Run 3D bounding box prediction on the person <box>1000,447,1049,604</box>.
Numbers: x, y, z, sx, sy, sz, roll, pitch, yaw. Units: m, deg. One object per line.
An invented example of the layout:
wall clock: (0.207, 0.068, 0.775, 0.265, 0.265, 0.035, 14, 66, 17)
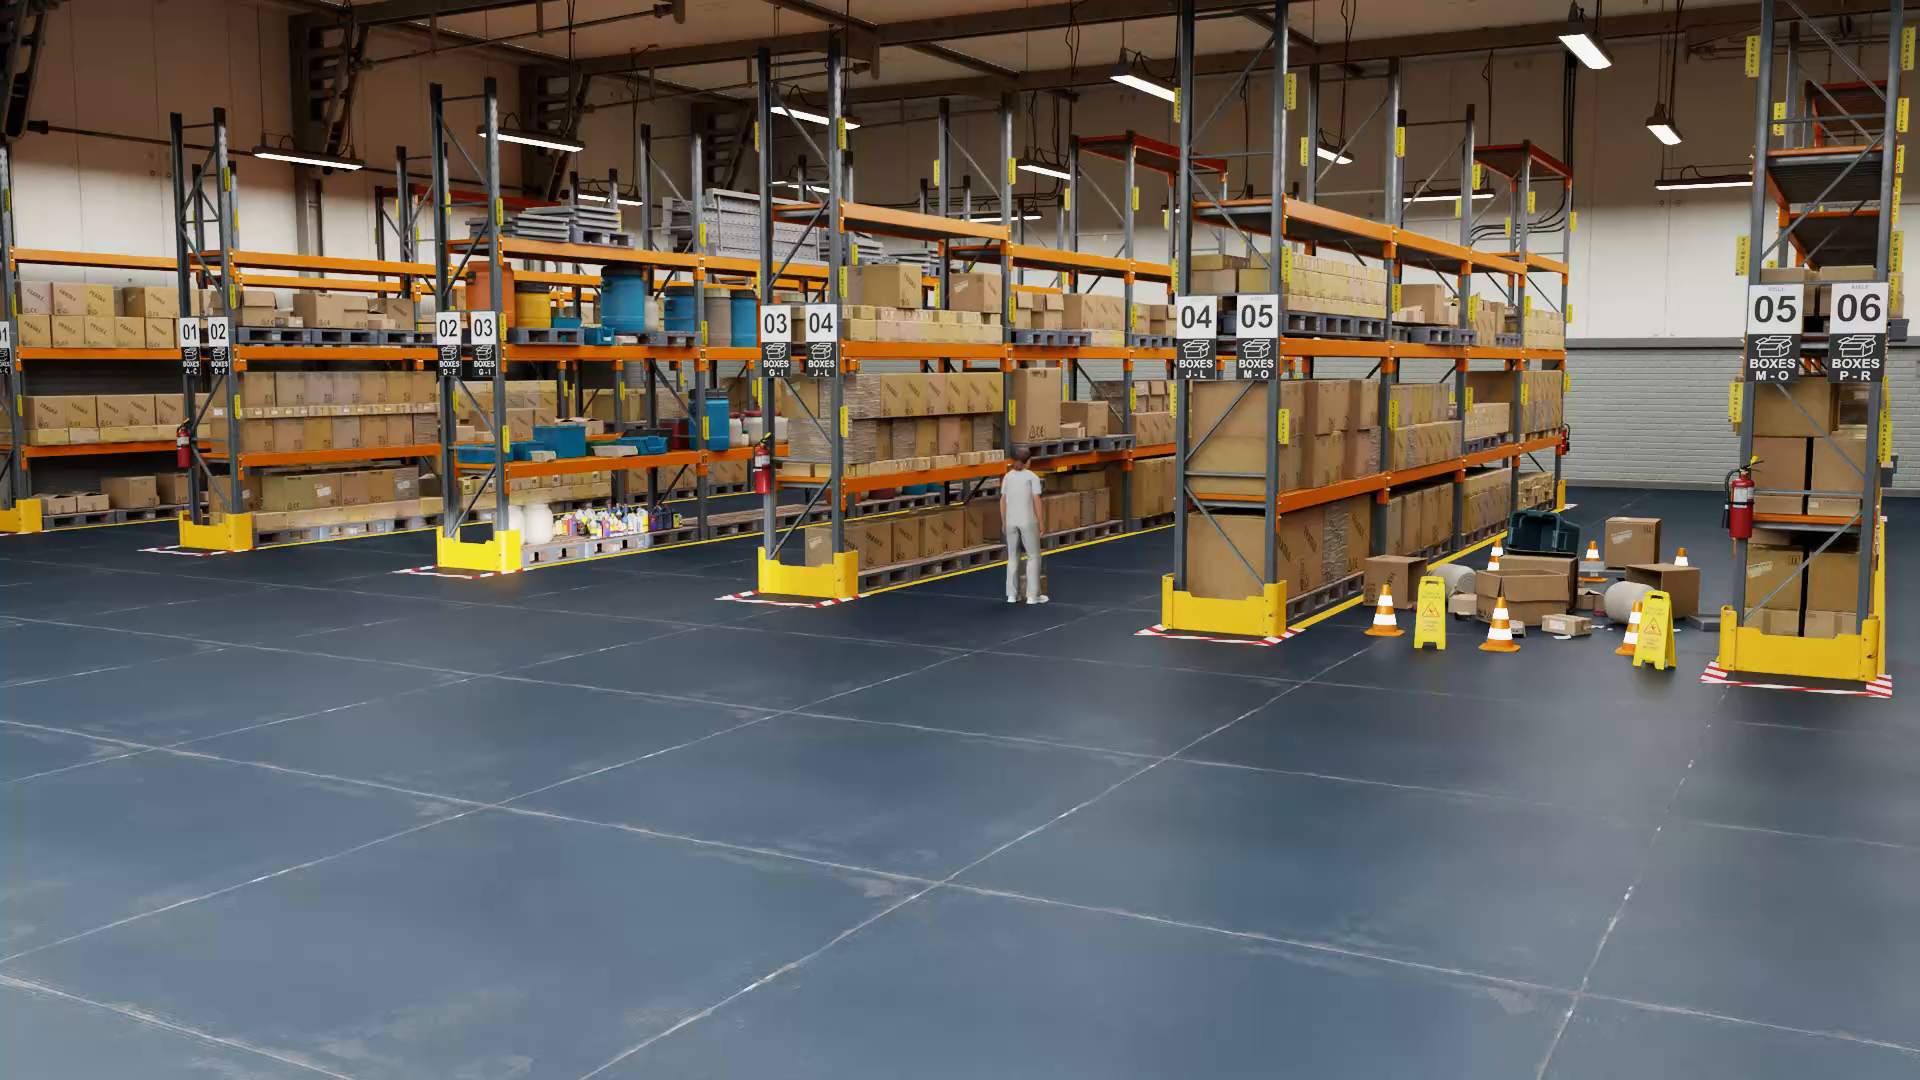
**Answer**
person: (0.675, -0.160, 17.858, 0.501, 1.671, 0.361, 3, 7, 26)
